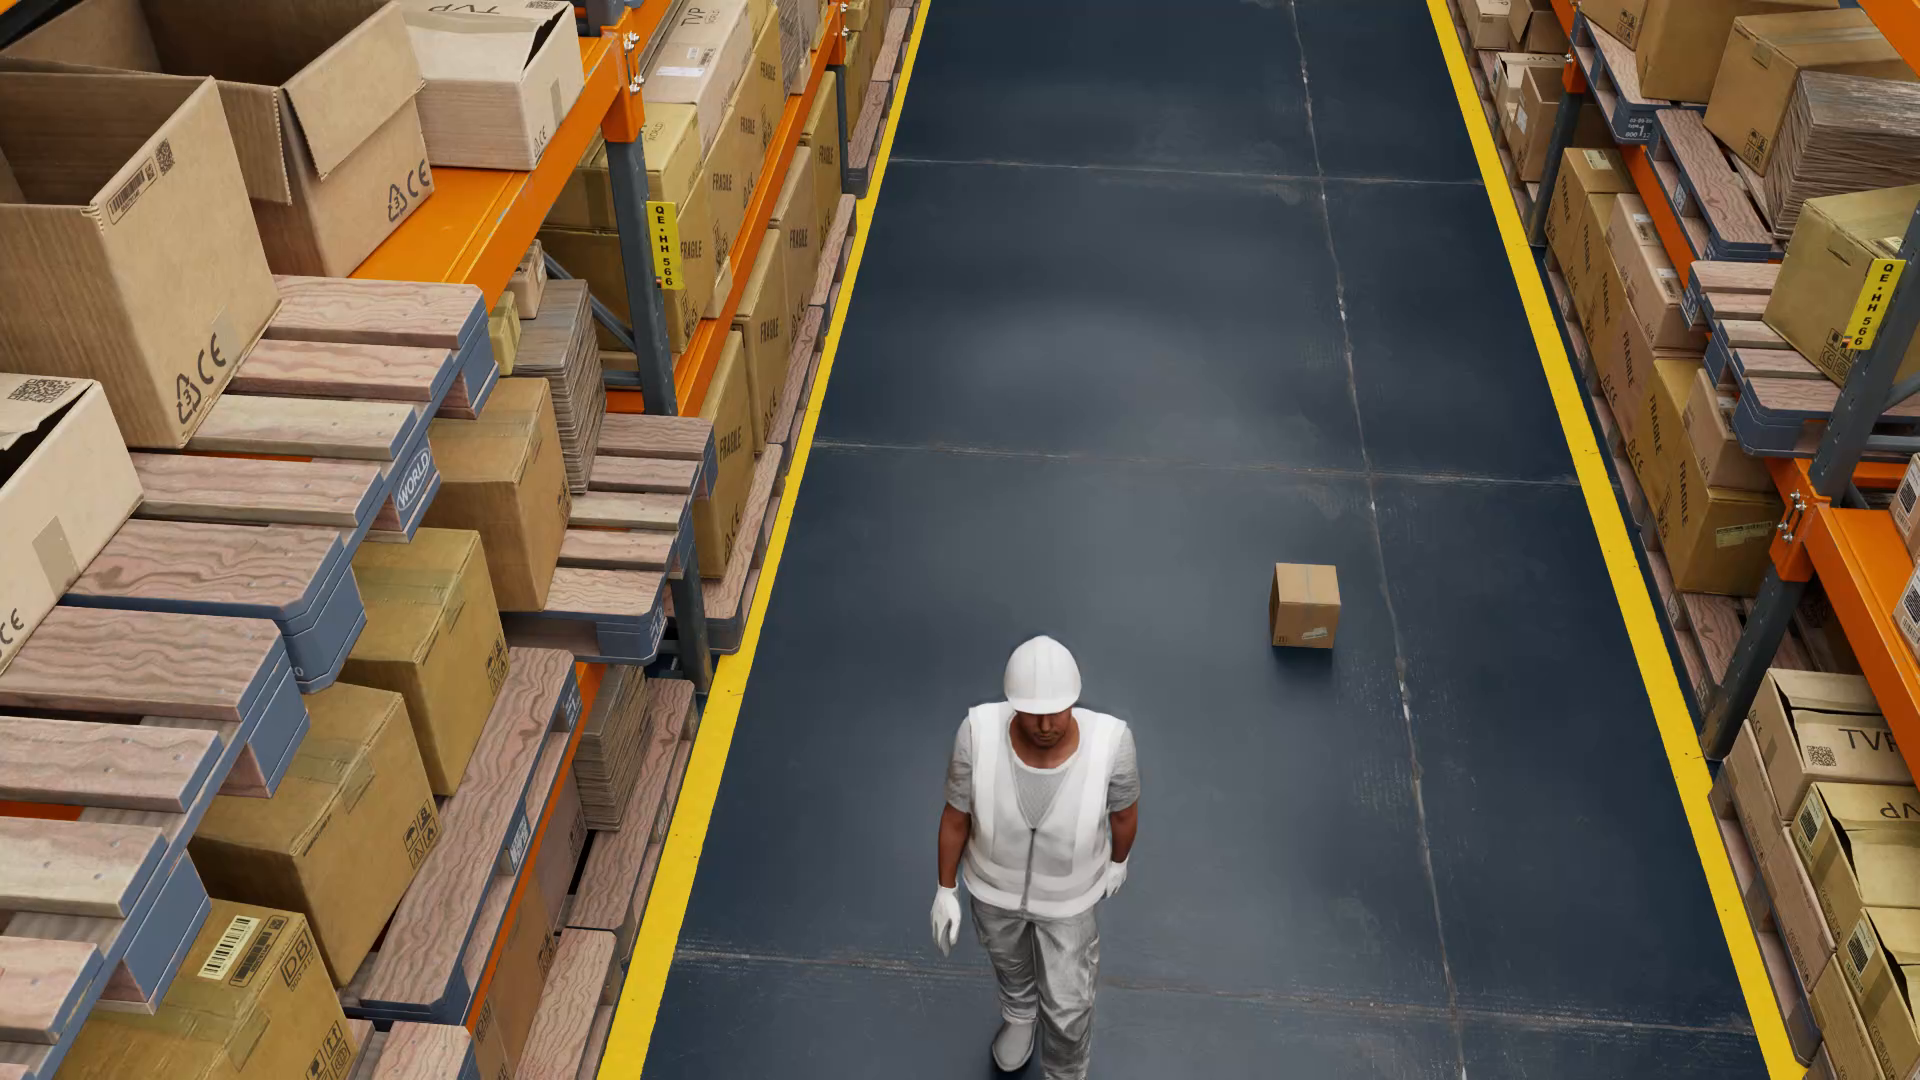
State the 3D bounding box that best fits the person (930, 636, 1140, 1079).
[{"bbox_3d":[0.209,1.050,4.886,0.553,1.839,0.490,8,40,10],"label":"person"}]
